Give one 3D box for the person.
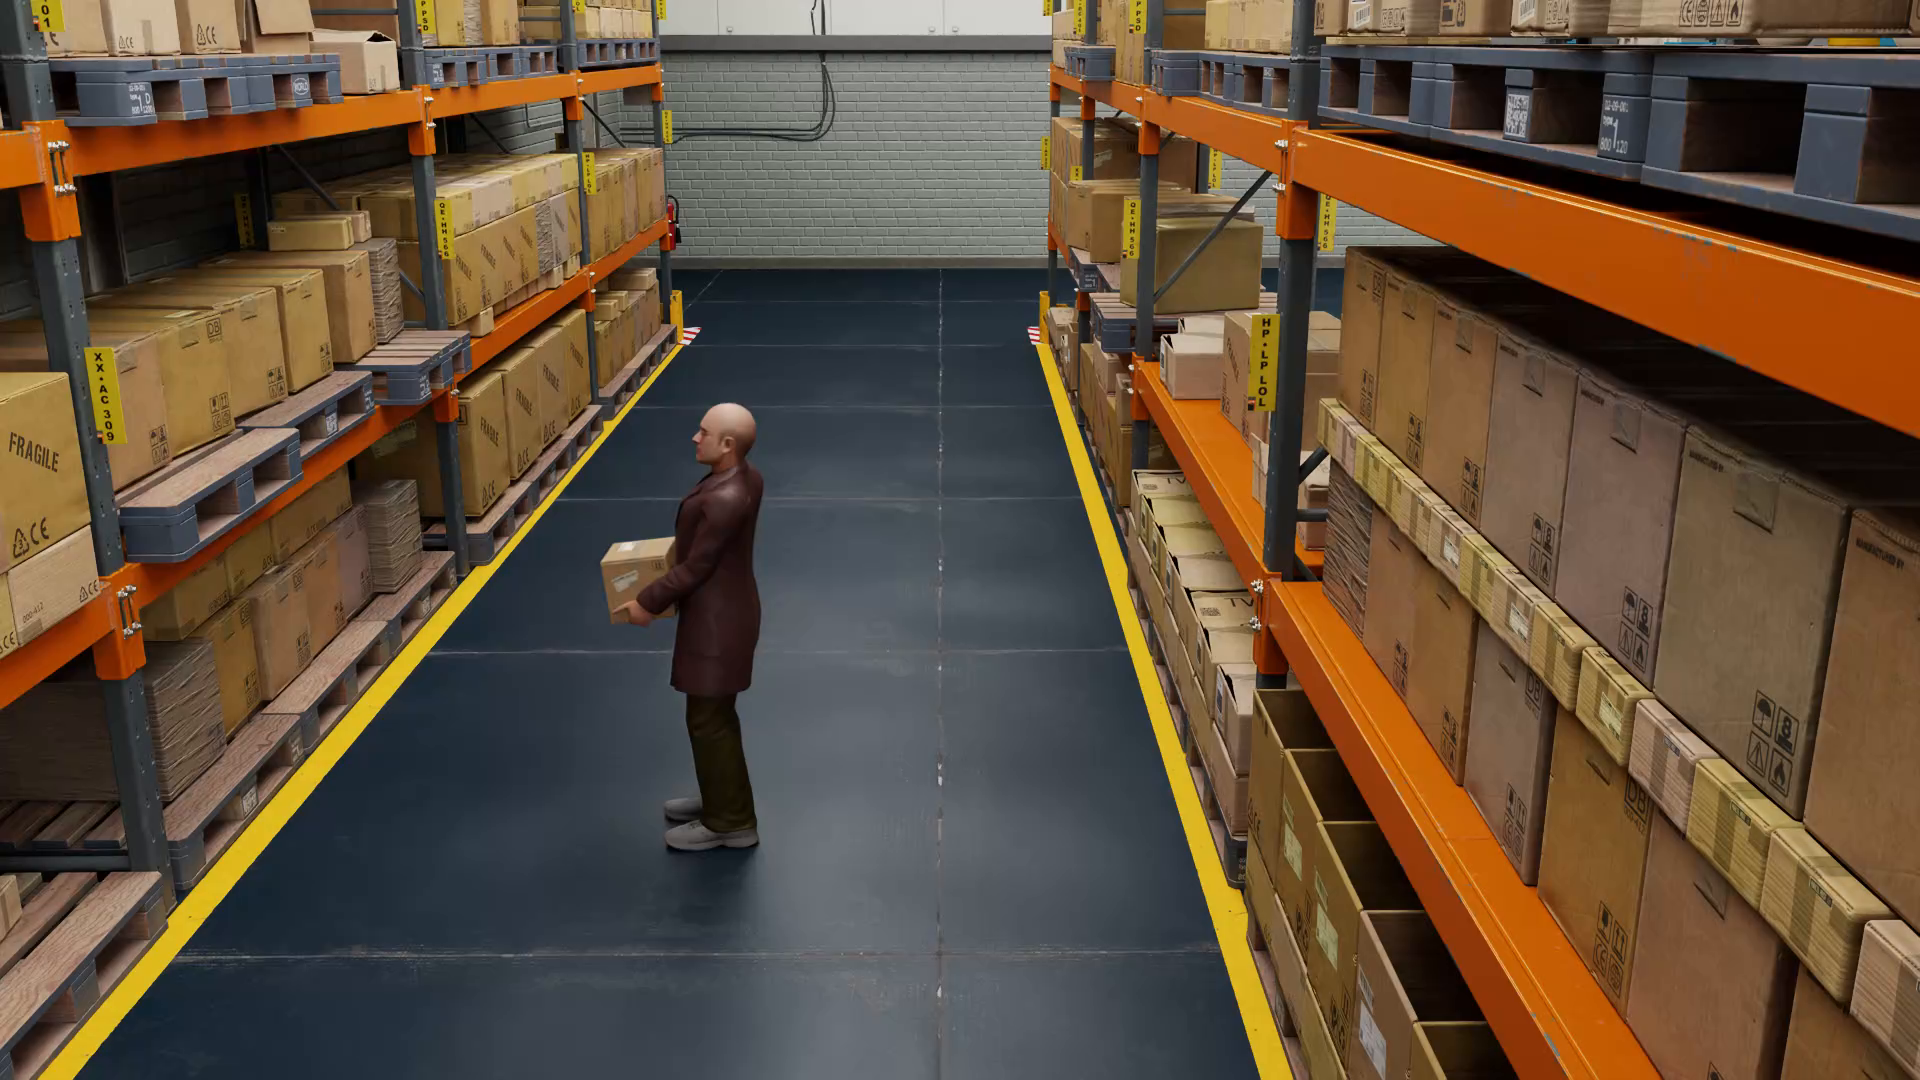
[{"bbox_3d":[-1.043,0.333,6.480,0.563,1.769,0.527,0,17,0],"label":"person"}]
